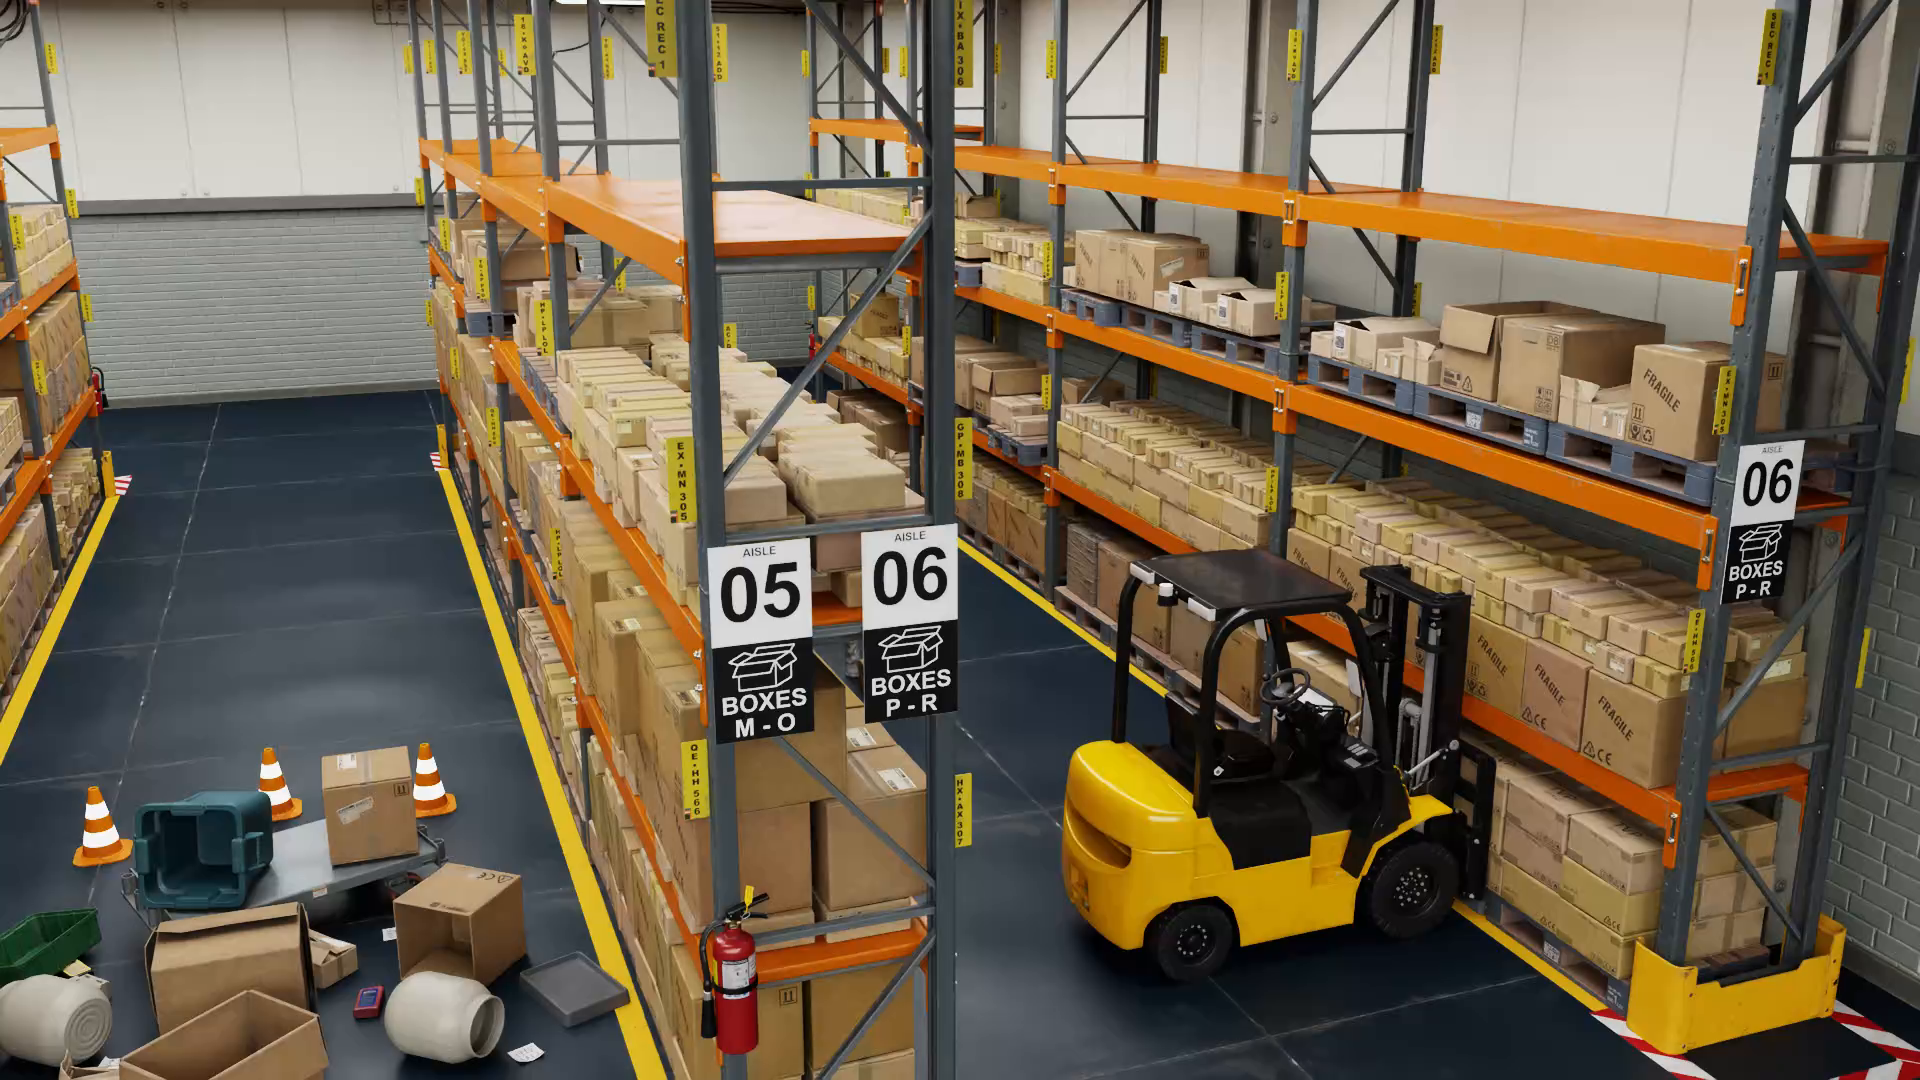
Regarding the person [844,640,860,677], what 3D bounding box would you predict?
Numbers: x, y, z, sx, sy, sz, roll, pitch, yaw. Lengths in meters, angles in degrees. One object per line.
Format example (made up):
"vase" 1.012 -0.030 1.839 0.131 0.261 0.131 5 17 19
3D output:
"person" -0.832 0.345 13.839 0.531 1.700 0.486 -4 16 -13
